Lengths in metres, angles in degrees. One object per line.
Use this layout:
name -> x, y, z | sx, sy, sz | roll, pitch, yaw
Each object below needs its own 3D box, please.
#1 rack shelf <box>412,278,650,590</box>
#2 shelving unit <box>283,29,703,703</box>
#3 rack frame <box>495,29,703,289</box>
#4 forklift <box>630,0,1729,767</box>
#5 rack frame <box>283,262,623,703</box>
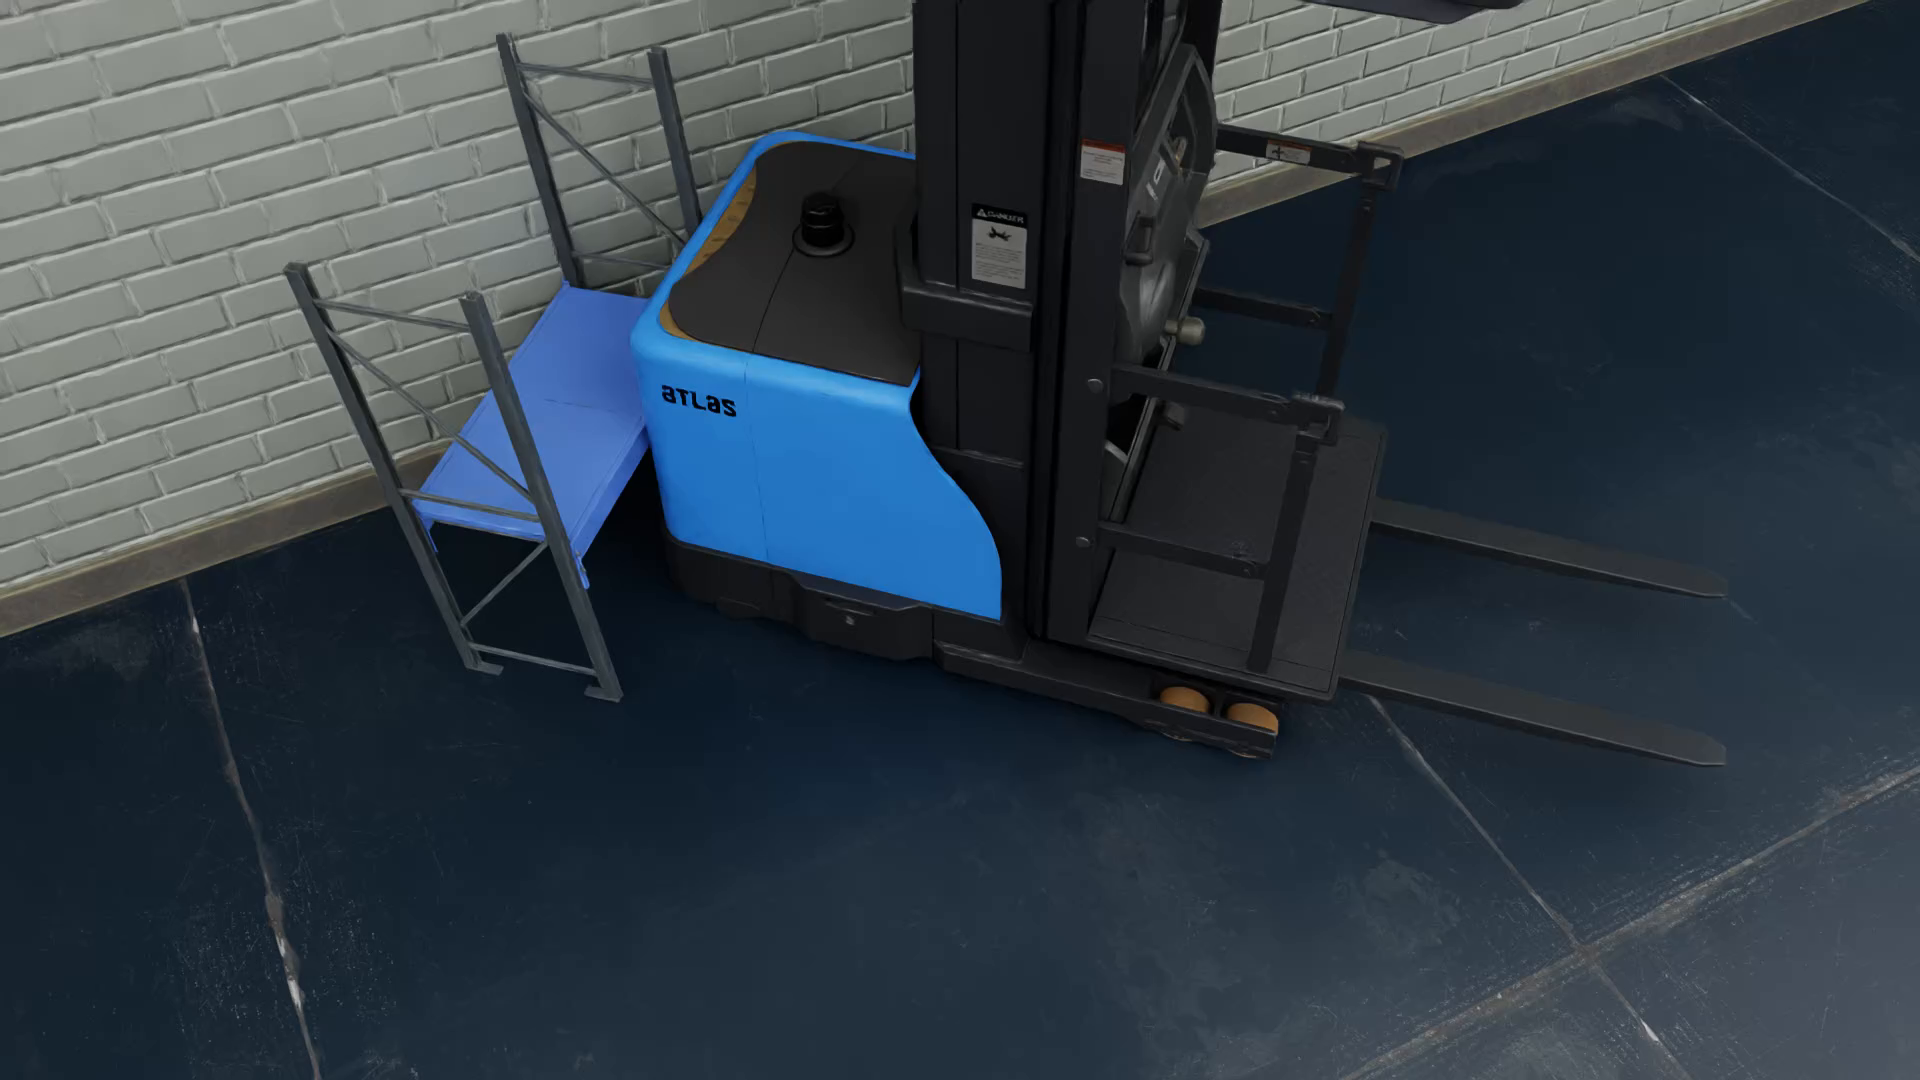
rack shelf -> -1.105, -0.333, 4.768 | 0.538, 0.185, 1.000 | 11, 50, 14
shelving unit -> -1.115, -0.453, 4.634 | 0.538, 1.500, 1.048 | 11, 50, 14
rack frame -> -0.967, -0.821, 4.952 | 0.500, 1.500, 0.032 | 11, 50, 14
forklift -> 0.696, -0.800, 4.002 | 3.031, 2.935, 1.130 | 13, 50, 11
rack frame -> -1.264, -0.085, 4.316 | 0.500, 1.500, 0.032 | 11, 50, 14
